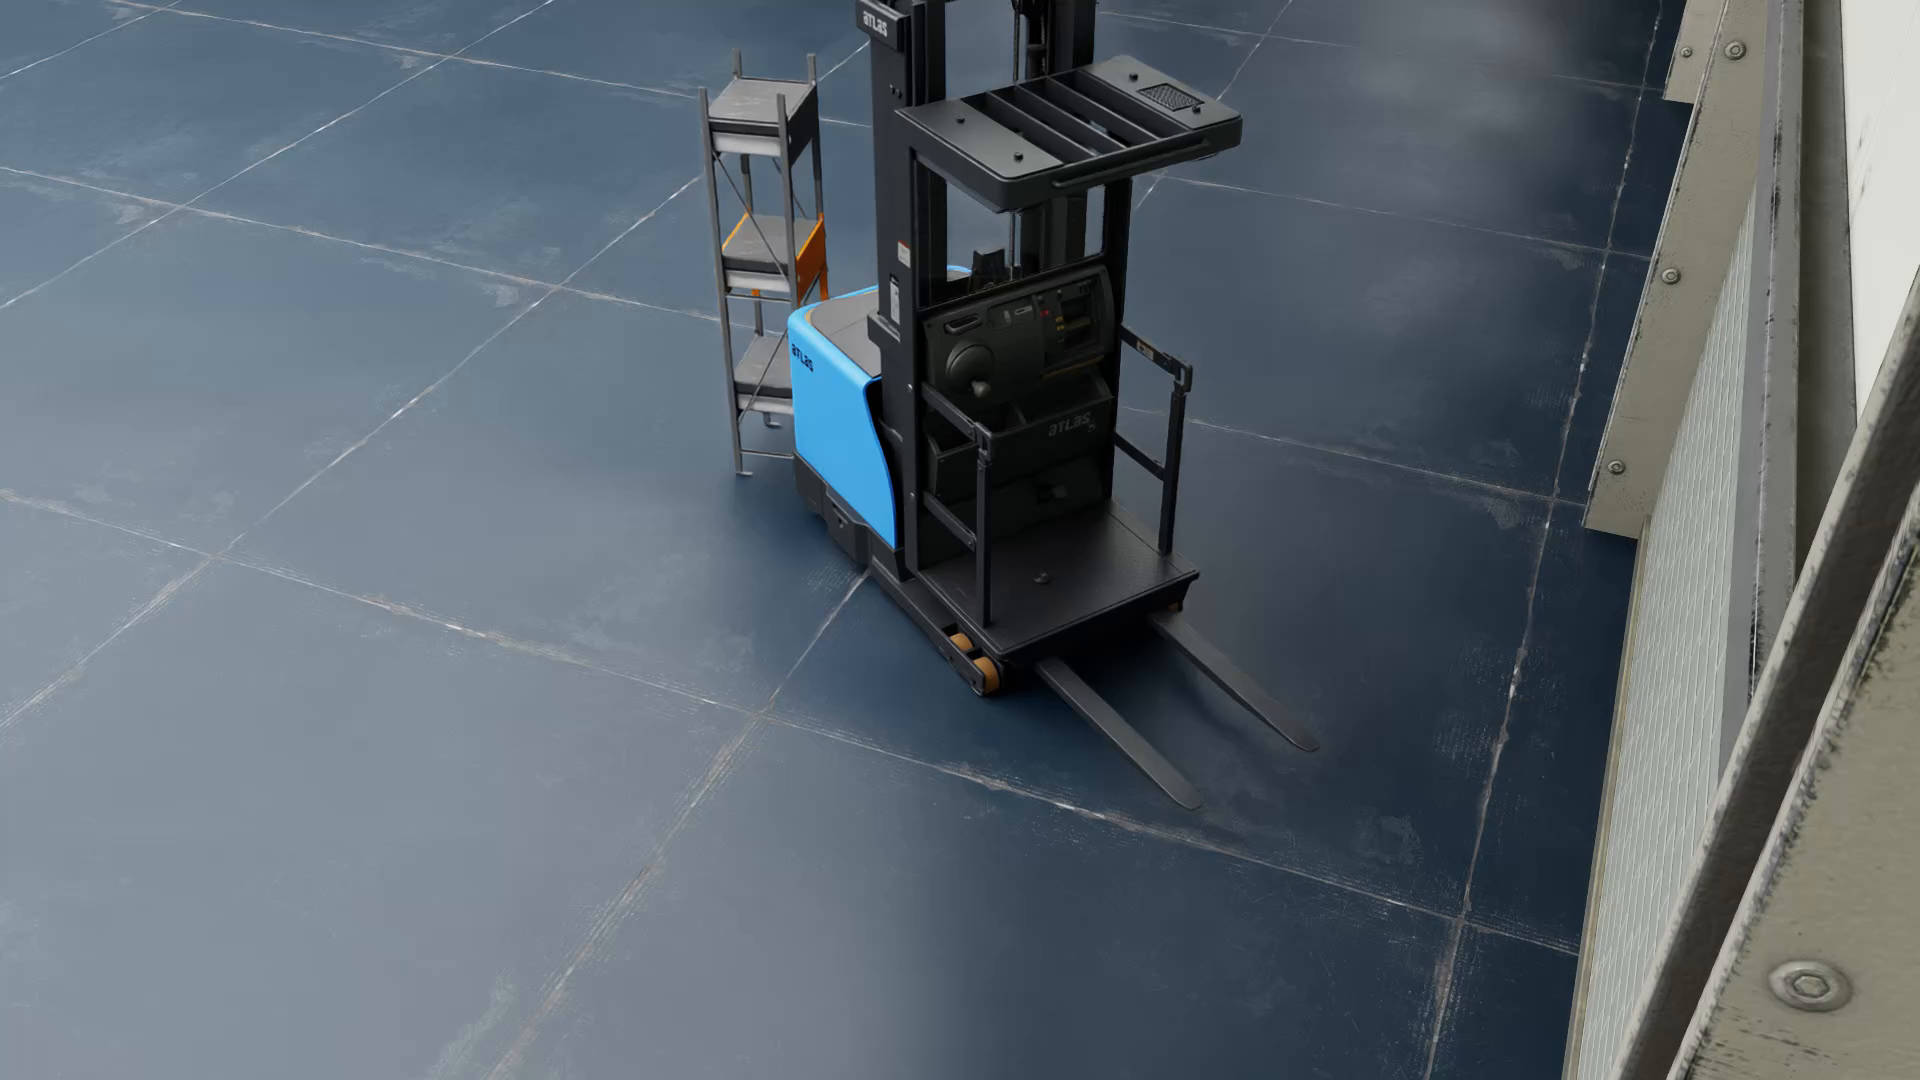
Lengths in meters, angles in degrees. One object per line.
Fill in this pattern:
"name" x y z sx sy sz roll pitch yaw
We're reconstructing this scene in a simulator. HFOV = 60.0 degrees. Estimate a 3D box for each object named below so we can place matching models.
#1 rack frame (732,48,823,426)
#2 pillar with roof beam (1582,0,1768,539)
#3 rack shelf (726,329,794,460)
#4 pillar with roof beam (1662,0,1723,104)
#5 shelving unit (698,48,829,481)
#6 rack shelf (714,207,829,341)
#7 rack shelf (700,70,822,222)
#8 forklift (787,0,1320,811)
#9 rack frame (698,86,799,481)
"rack frame" -0.877 -1.453 8.440 0.400 2.100 0.015 7 37 9
"pillar with roof beam" -0.646 -4.727 7.058 9.100 9.000 0.400 14 39 18
"rack shelf" -0.927 -0.739 8.676 0.431 0.518 0.480 7 37 9
"pillar with roof beam" 1.637 -8.049 11.502 9.100 9.000 0.400 14 39 18
"shelving unit" -0.927 -1.310 8.249 0.431 2.100 0.503 7 37 9
"rack shelf" -0.927 -1.299 8.257 0.431 0.518 0.480 7 37 9
"rack shelf" -0.927 -1.860 7.838 0.431 0.518 0.480 7 37 9
"forklift" 0.374 -0.815 6.892 1.130 2.935 3.031 -21 41 -25
"rack frame" -0.977 -1.167 8.057 0.400 2.100 0.015 7 37 9
